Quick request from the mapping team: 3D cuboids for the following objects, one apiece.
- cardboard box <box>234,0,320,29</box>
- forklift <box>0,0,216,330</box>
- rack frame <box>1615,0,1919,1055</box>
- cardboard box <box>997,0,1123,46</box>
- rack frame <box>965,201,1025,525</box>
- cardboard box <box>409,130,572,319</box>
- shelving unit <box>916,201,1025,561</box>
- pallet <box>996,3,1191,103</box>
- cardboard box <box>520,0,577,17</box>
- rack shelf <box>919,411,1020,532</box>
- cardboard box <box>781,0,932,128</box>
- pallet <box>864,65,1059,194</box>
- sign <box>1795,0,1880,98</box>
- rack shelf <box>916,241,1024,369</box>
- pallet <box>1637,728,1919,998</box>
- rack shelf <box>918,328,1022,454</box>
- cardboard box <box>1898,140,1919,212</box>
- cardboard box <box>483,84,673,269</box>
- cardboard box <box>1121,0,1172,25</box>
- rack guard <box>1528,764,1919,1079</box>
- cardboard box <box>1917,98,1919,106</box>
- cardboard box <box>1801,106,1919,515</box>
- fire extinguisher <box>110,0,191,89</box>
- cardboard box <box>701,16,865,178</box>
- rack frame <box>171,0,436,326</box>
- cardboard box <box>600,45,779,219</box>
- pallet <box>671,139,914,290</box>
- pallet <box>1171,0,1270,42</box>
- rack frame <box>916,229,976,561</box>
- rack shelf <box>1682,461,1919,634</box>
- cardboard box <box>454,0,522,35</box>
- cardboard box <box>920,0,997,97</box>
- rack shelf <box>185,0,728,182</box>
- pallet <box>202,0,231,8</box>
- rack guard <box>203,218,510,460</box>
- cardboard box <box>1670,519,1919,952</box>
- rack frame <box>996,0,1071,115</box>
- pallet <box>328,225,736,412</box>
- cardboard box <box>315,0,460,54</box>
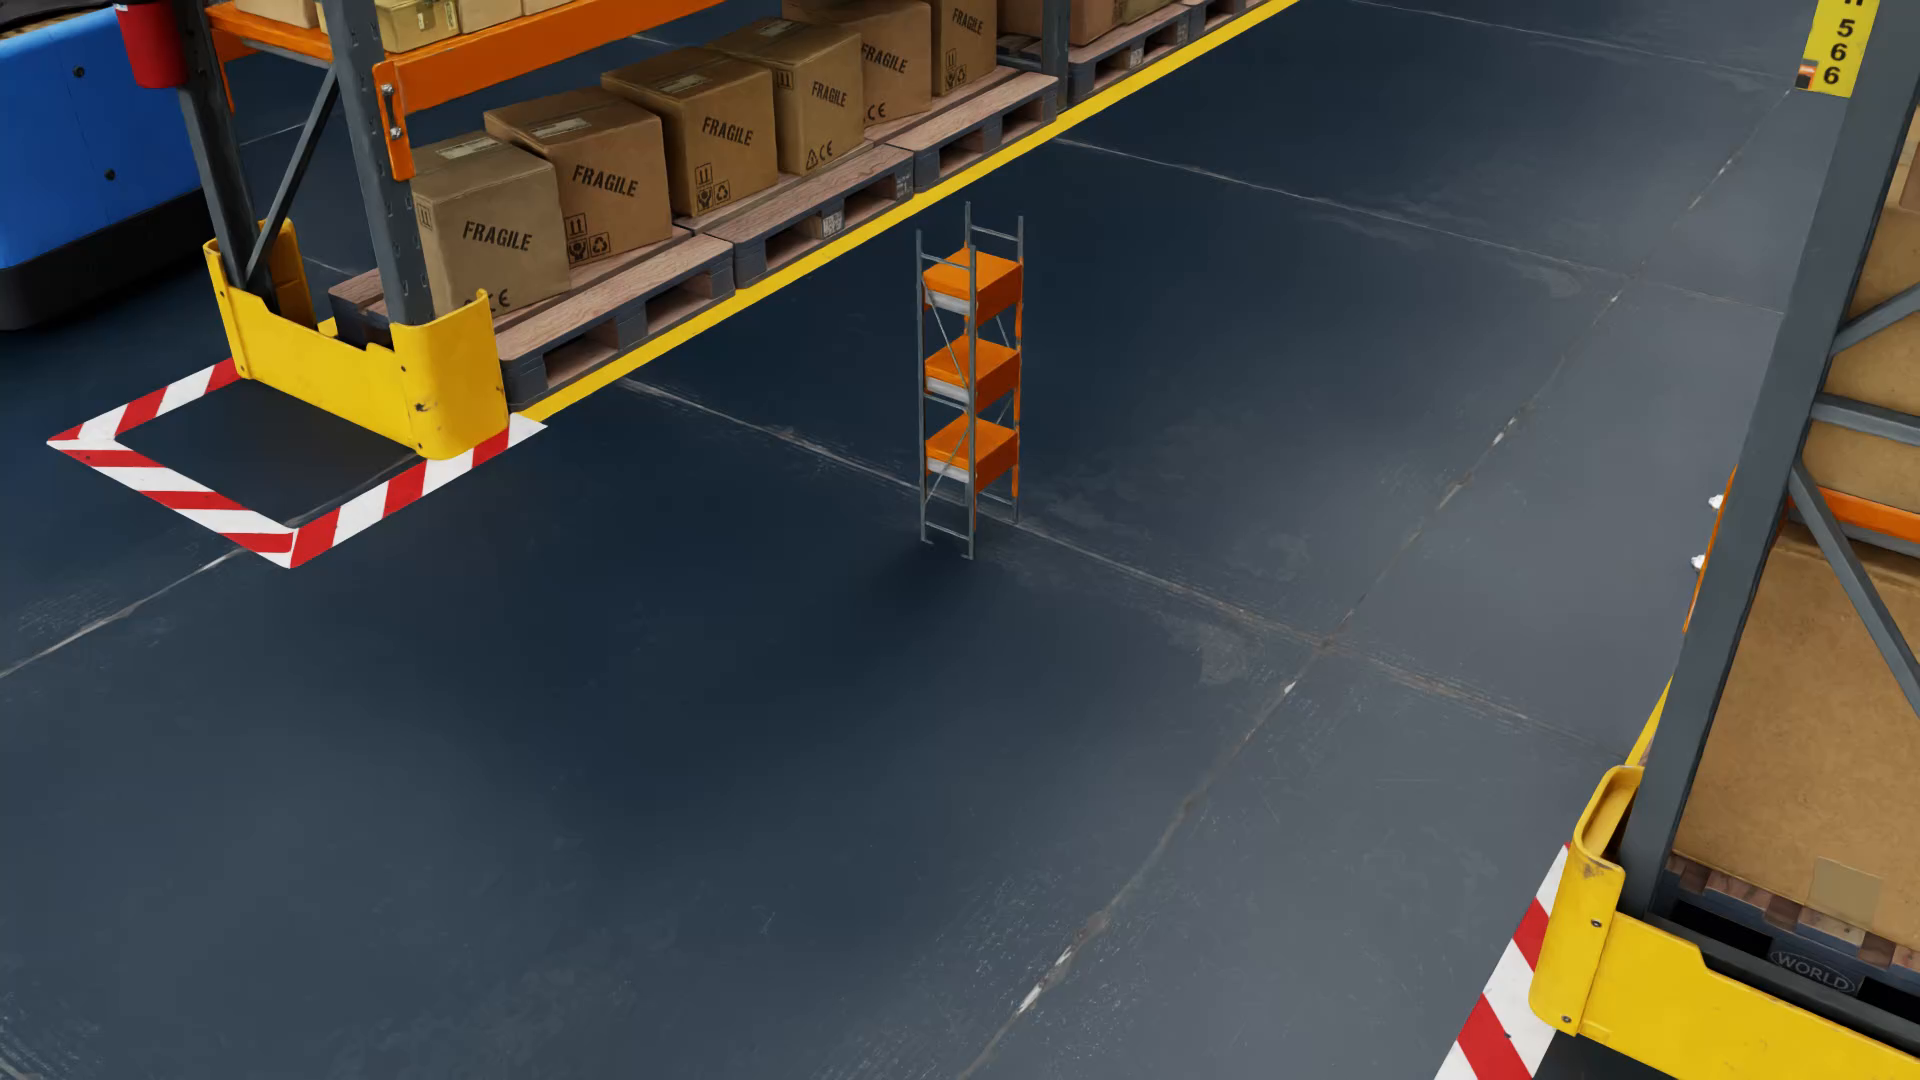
[{"bbox_3d":[-2.187,-1.822,5.491,0.380,0.149,0.250,21,39,28],"label":"cardboard box"},{"bbox_3d":[-4.662,-2.580,6.448,3.031,2.935,1.130,16,37,23],"label":"forklift"},{"bbox_3d":[1.837,-0.098,2.718,1.000,3.000,0.127,21,39,28],"label":"rack frame"},{"bbox_3d":[0.469,-2.992,8.836,0.700,0.500,0.500,18,38,25],"label":"cardboard box"},{"bbox_3d":[0.100,-0.516,5.075,0.200,1.050,0.008,21,39,28],"label":"rack frame"},{"bbox_3d":[-1.810,-1.150,6.129,0.500,0.500,0.500,-29,43,-35],"label":"cardboard box"},{"bbox_3d":[0.031,-0.460,4.992,0.215,1.050,0.252,21,39,28],"label":"shelving unit"},{"bbox_3d":[0.544,-2.773,9.163,1.003,0.211,1.213,21,39,28],"label":"pallet"},{"bbox_3d":[-1.508,-1.899,5.605,0.380,0.149,0.250,21,39,28],"label":"cardboard box"},{"bbox_3d":[0.031,-0.221,5.154,0.215,0.259,0.240,21,39,28],"label":"rack shelf"},{"bbox_3d":[-0.480,-2.271,7.787,0.500,0.500,0.500,-23,40,-30],"label":"cardboard box"},{"bbox_3d":[-0.253,-2.094,8.159,1.003,0.211,1.213,21,39,28],"label":"pallet"},{"bbox_3d":[1.399,-0.856,2.593,0.100,0.325,0.005,21,39,28],"label":"sign"},{"bbox_3d":[0.031,-0.686,4.839,0.215,0.259,0.240,21,39,28],"label":"rack shelf"},{"bbox_3d":[2.229,0.664,4.080,1.003,0.211,1.213,21,39,28],"label":"pallet"},{"bbox_3d":[0.031,-0.451,4.998,0.215,0.259,0.240,21,39,28],"label":"rack shelf"},{"bbox_3d":[2.081,-0.766,2.607,0.875,0.550,0.550,21,39,28],"label":"cardboard box"},{"bbox_3d":[-1.497,-1.436,6.552,0.500,0.500,0.500,-25,41,-32],"label":"cardboard box"},{"bbox_3d":[0.756,-3.206,9.151,0.700,0.500,0.500,21,39,28],"label":"cardboard box"},{"bbox_3d":[1.824,0.948,3.401,1.175,0.500,0.348,21,39,28],"label":"rack guard"},{"bbox_3d":[2.318,-1.049,3.025,0.875,0.550,0.550,21,39,28],"label":"cardboard box"},{"bbox_3d":[2.012,-0.346,2.949,0.875,0.550,0.550,21,39,28],"label":"cardboard box"},{"bbox_3d":[-2.624,-1.791,5.290,0.296,0.674,0.183,21,39,28],"label":"fire extinguisher"},{"bbox_3d":[-0.770,-1.960,7.327,0.500,0.500,0.500,18,38,24],"label":"cardboard box"},{"bbox_3d":[-2.180,-1.729,5.129,1.000,3.000,0.127,21,39,28],"label":"rack frame"},{"bbox_3d":[-1.125,-1.718,6.969,0.500,0.500,0.500,25,42,32],"label":"cardboard box"},{"bbox_3d":[-0.948,-1.531,7.325,1.003,0.211,1.213,21,39,28],"label":"pallet"},{"bbox_3d":[1.239,-3.337,9.996,1.003,0.211,1.213,21,39,28],"label":"pallet"},{"bbox_3d":[-0.039,-0.403,4.909,0.200,1.050,0.008,21,39,28],"label":"rack frame"},{"bbox_3d":[2.978,-0.721,4.280,1.077,0.370,4.000,21,39,28],"label":"rack shelf"},{"bbox_3d":[-1.663,-1.789,5.442,0.380,0.149,0.250,21,39,28],"label":"cardboard box"},{"bbox_3d":[-0.160,-2.537,8.180,0.500,0.500,0.500,20,39,27],"label":"cardboard box"},{"bbox_3d":[-1.039,-2.351,6.692,1.077,0.370,4.000,21,39,28],"label":"rack shelf"},{"bbox_3d":[-5.080,-3.137,9.701,1.003,0.211,1.213,21,39,28],"label":"pallet"},{"bbox_3d":[-2.137,-0.729,5.881,1.175,0.500,0.348,21,39,28],"label":"rack guard"},{"bbox_3d":[2.170,0.275,3.688,0.875,0.875,0.875,21,40,28],"label":"cardboard box"},{"bbox_3d":[0.101,-3.570,7.851,1.000,3.000,0.127,21,39,28],"label":"rack frame"},{"bbox_3d":[-1.644,-0.971,6.498,1.003,0.211,1.213,21,39,28],"label":"pallet"},{"bbox_3d":[-1.821,-1.680,5.281,0.380,0.149,0.250,21,39,28],"label":"cardboard box"}]
